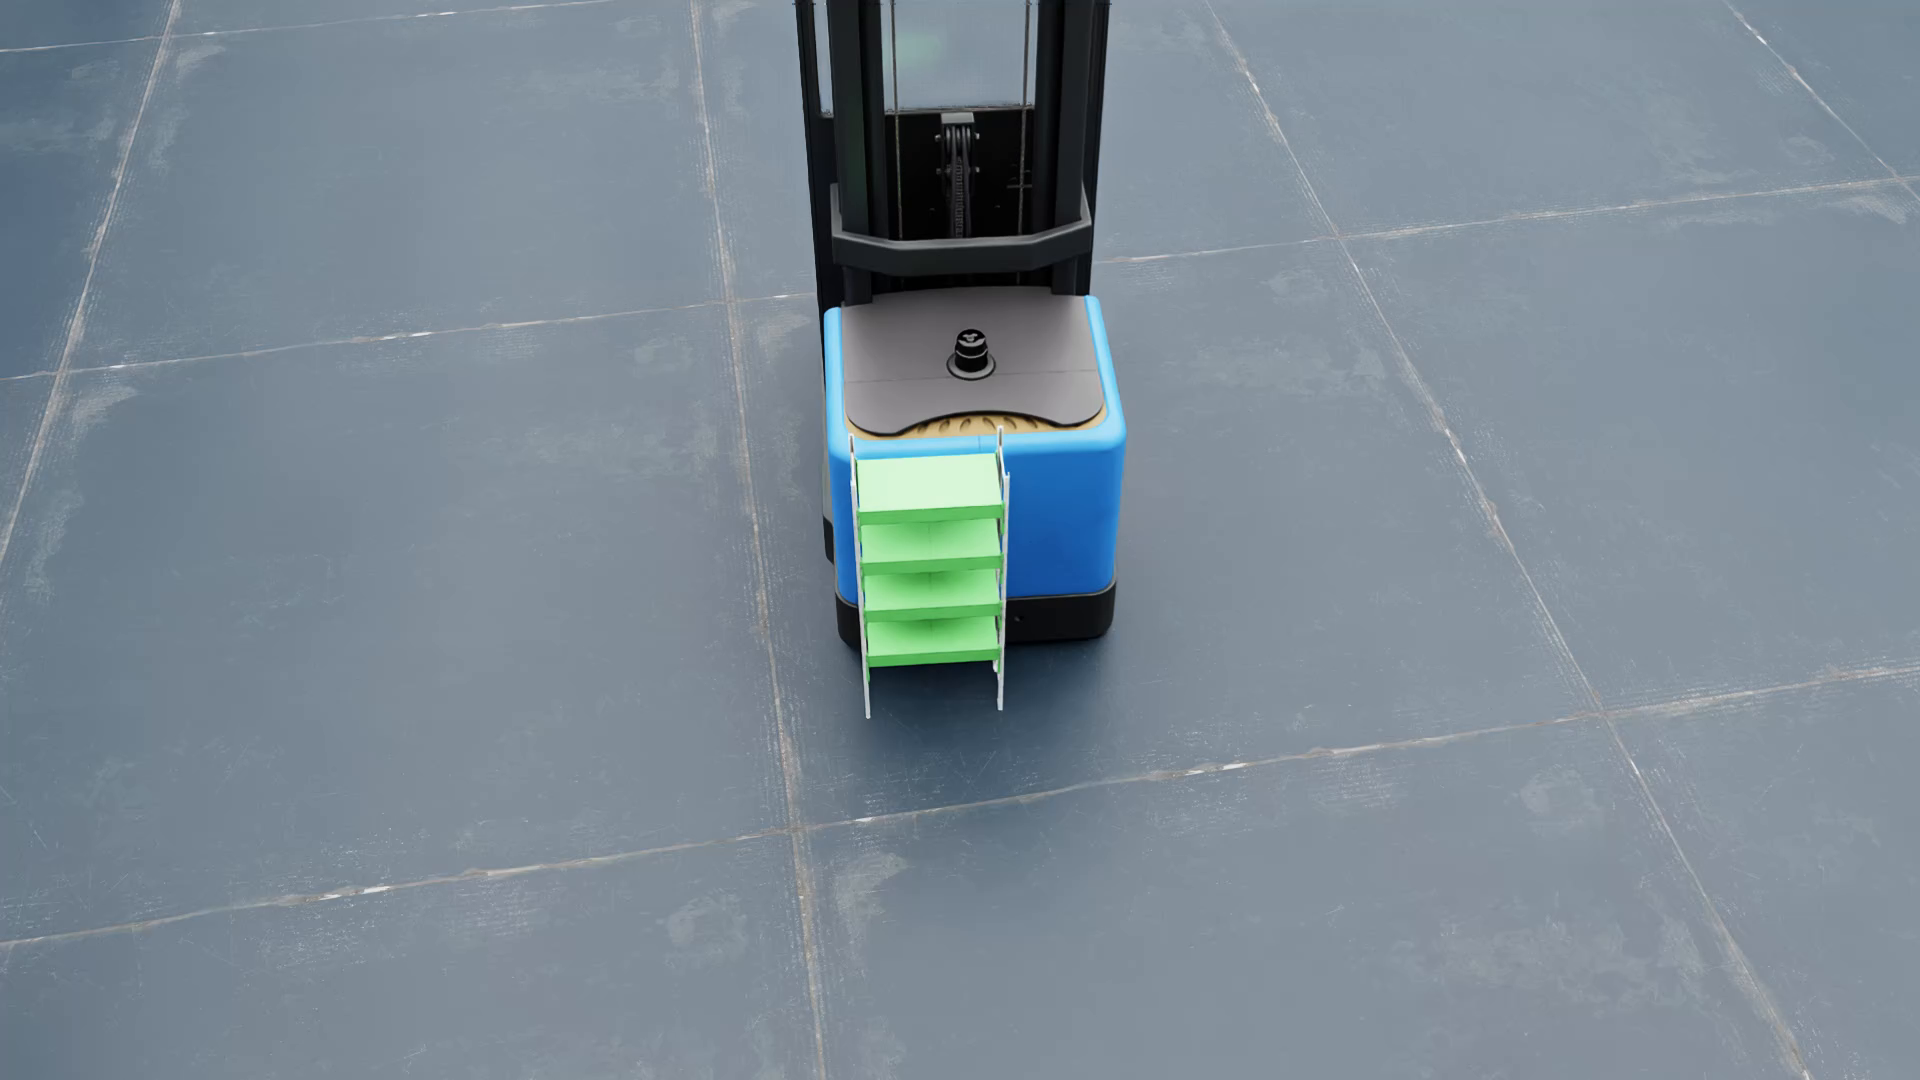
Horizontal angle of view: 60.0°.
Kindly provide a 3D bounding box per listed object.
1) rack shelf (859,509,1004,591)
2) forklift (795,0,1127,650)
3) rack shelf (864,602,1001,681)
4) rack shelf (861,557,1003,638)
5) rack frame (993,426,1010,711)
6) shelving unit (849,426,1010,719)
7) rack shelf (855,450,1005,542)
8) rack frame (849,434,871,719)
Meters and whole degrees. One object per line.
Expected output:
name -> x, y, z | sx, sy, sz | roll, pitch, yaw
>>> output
rack shelf -> -0.102, 0.021, 5.652 | 0.480, 0.148, 0.258 | -3, 46, -3
forklift -> -0.045, -1.662, 6.316 | 1.130, 2.935, 3.031 | -3, 46, -3
rack shelf -> -0.102, 0.353, 5.998 | 0.480, 0.148, 0.258 | -3, 46, -3
rack shelf -> -0.102, 0.187, 5.825 | 0.480, 0.148, 0.258 | -3, 46, -3
rack frame -> 0.141, 0.129, 5.792 | 0.015, 1.200, 0.240 | -3, 46, -3
shelving unit -> -0.102, 0.143, 5.779 | 0.503, 1.200, 0.258 | -3, 46, -3
rack shelf -> -0.102, -0.145, 5.479 | 0.480, 0.148, 0.258 | -3, 46, -3
rack frame -> -0.346, 0.156, 5.766 | 0.015, 1.200, 0.240 | -3, 46, -3
